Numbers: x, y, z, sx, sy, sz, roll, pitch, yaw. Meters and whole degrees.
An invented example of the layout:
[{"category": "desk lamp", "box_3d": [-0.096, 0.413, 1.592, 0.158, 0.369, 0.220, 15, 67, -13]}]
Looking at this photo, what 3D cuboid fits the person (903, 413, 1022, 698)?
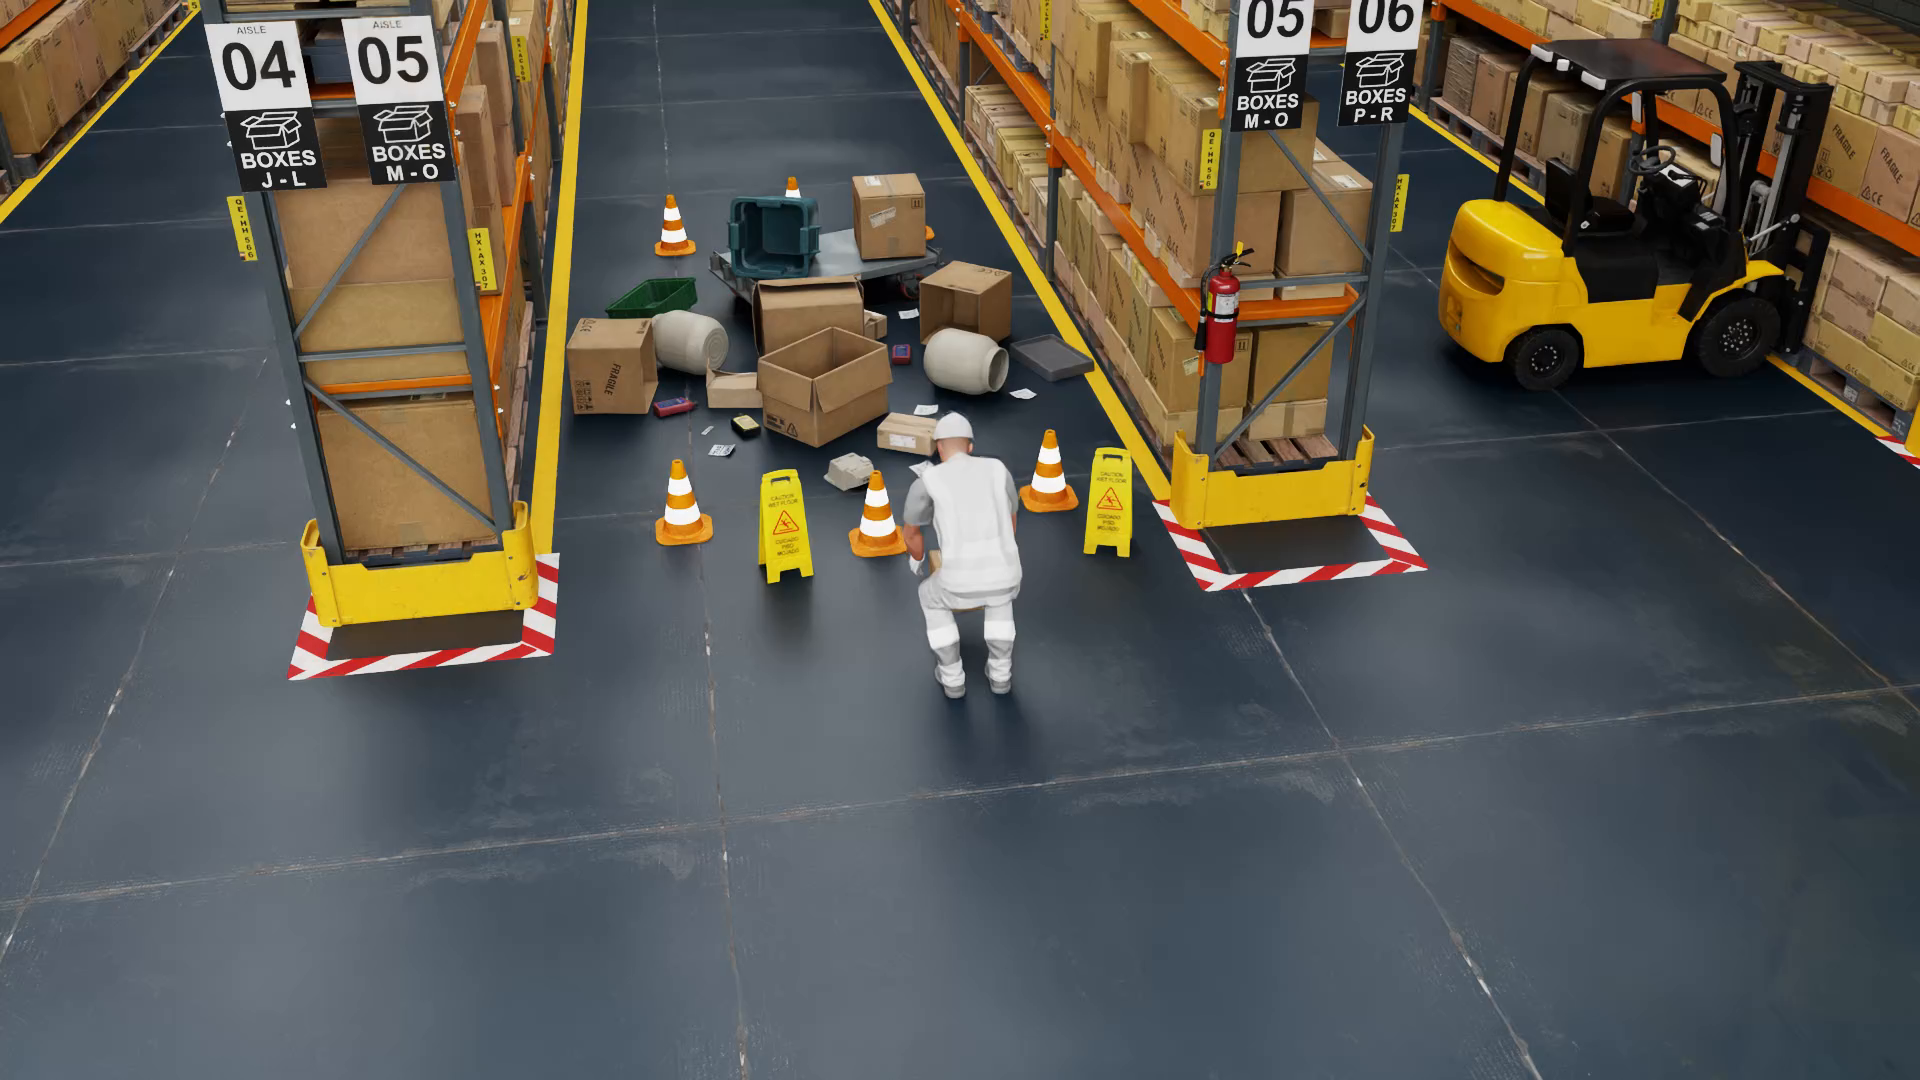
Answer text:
[{"category": "person", "box_3d": [0.016, 0.106, 8.336, 0.584, 1.384, 0.780, -5, 31, -9]}]
